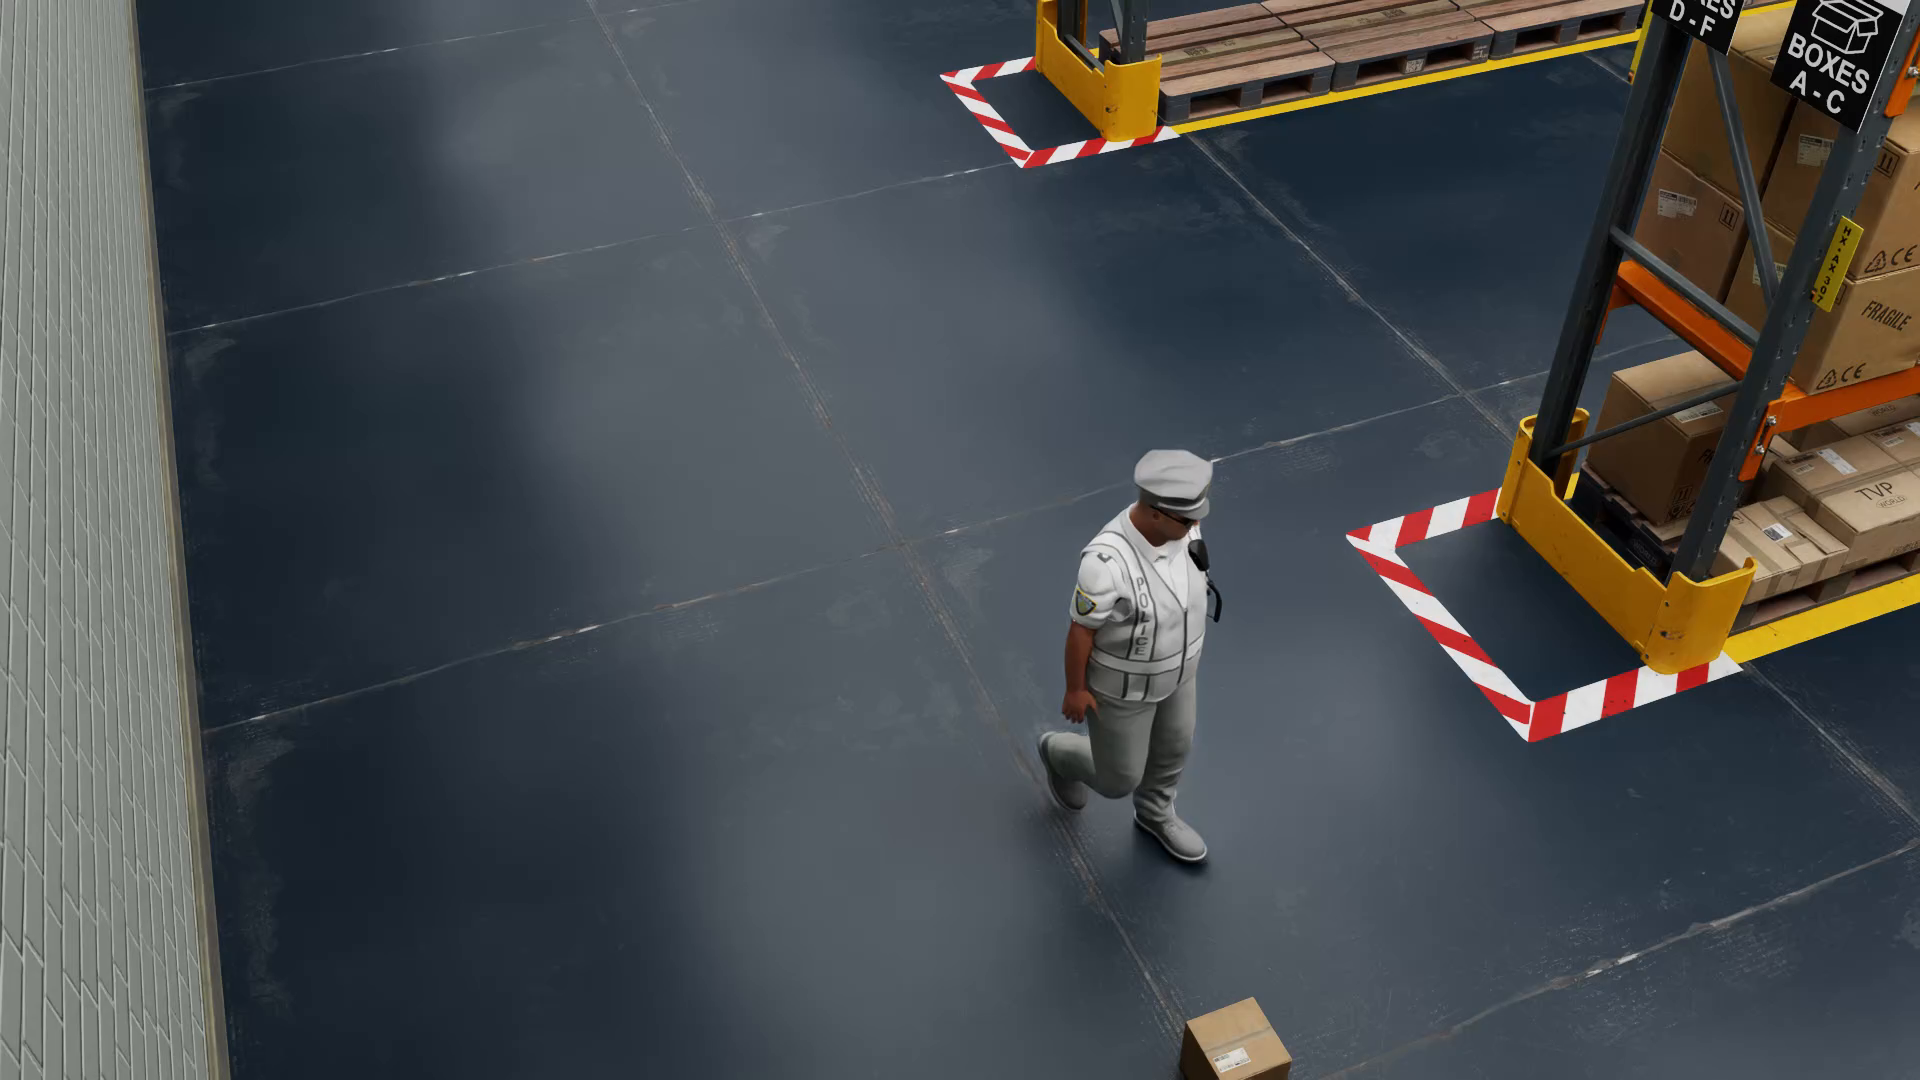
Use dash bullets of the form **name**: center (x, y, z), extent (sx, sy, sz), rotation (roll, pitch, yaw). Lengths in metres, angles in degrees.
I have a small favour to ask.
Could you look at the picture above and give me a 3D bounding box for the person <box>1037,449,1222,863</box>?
- **person**: center (0.598, 0.411, 5.672), extent (0.570, 1.733, 0.676), rotation (-31, 50, -30)
